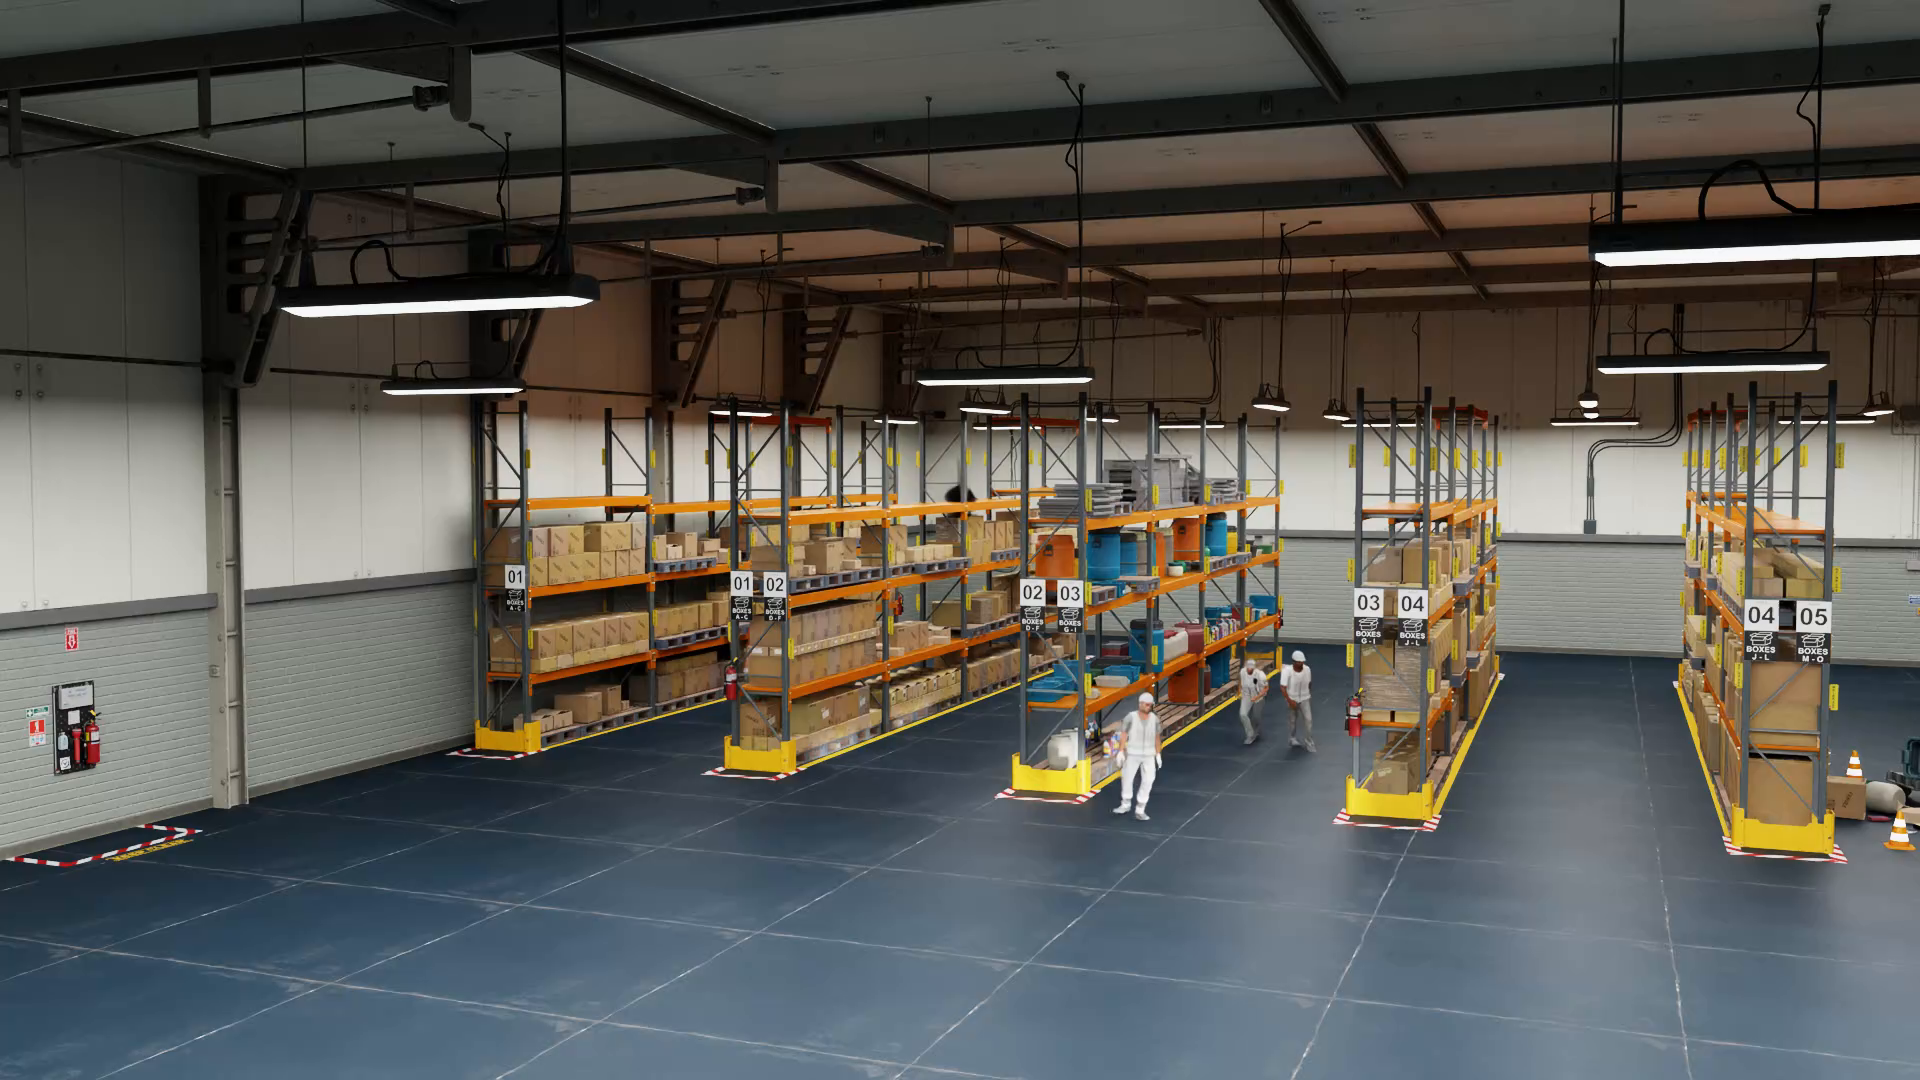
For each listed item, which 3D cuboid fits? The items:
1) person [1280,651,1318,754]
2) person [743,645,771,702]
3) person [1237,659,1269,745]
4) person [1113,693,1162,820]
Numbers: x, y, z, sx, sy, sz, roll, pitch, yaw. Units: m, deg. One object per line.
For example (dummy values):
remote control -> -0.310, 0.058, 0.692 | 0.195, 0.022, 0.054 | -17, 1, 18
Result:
person -> 5.796, 2.778, 28.606 | 0.624, 1.793, 0.848 | 0, 3, -1
person -> -3.842, 2.597, 32.345 | 0.681, 1.738, 0.813 | -1, 3, -28
person -> 5.193, 2.811, 29.372 | 0.611, 1.518, 1.053 | 1, 3, 22
person -> 2.464, 2.991, 23.106 | 0.655, 1.767, 0.488 | 0, 3, -6
